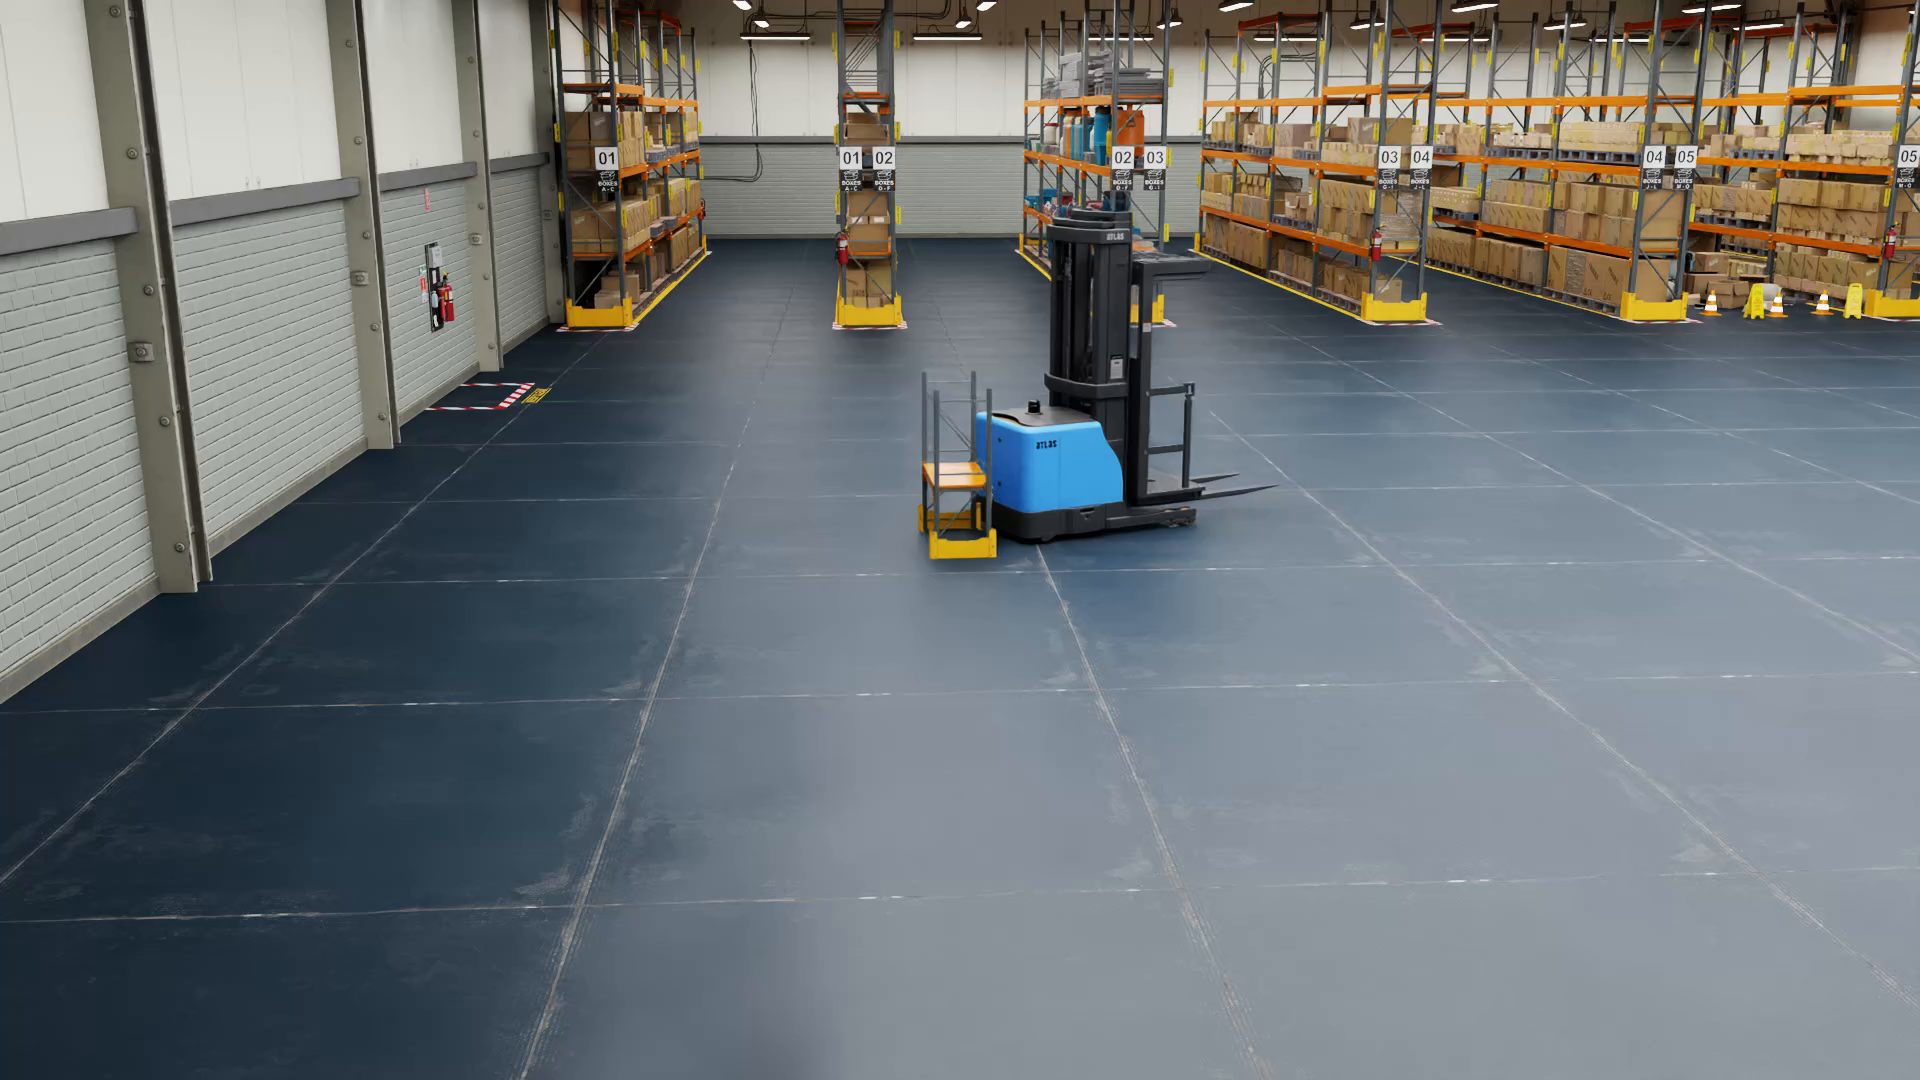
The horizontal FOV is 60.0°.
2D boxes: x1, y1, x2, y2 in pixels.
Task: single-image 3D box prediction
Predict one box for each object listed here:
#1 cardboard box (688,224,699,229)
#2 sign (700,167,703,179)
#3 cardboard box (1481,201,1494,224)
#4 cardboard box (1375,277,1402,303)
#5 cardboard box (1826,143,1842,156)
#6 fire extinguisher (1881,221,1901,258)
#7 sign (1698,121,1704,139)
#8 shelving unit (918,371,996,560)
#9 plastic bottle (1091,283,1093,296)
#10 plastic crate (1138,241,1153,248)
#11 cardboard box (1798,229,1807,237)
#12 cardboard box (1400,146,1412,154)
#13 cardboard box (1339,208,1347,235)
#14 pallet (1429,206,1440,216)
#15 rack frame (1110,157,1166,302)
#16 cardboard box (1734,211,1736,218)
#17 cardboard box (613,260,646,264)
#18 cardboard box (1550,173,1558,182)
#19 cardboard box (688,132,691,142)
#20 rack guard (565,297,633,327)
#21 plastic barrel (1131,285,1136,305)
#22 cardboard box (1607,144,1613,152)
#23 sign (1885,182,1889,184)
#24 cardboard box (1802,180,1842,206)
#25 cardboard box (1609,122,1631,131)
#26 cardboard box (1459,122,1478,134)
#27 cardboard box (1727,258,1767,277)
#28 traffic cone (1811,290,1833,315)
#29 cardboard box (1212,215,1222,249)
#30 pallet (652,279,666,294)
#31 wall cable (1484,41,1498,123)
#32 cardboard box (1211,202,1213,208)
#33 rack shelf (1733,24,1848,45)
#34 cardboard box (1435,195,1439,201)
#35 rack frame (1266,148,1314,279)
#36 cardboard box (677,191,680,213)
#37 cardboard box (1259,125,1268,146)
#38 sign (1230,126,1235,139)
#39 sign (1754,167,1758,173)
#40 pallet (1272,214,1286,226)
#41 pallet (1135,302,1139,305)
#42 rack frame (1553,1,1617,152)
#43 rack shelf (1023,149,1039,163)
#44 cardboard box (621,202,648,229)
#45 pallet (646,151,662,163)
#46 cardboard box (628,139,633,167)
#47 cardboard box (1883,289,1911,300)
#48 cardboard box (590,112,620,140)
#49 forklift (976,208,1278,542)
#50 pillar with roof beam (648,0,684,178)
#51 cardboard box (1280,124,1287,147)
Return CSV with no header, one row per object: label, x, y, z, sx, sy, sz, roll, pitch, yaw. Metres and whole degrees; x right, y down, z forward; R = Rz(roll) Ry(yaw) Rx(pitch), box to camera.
cardboard box,-7.283,-8.472,45.030,0.380,0.149,0.250,-1,14,-4
sign,-7.074,-10.047,45.481,0.100,0.325,0.005,-1,14,-3
cardboard box,12.426,-7.591,38.532,0.500,0.500,0.500,-1,14,-3
cardboard box,8.184,-4.765,31.925,0.500,0.500,0.500,2,15,7
cardboard box,17.696,-7.797,33.218,0.500,0.250,0.500,-1,14,-3
fire extinguisher,17.644,-5.697,31.528,0.296,0.674,0.183,-1,14,-3
sign,13.717,-7.590,30.796,0.100,0.325,0.005,-1,14,-3
shelving unit,-0.039,-0.696,14.943,0.587,1.500,1.083,-2,15,-7
plastic bottle,2.701,-5.060,33.328,0.144,0.351,0.185,0,14,-1
plastic crate,3.529,-5.640,31.682,0.298,0.136,0.250,-1,14,-3
cardboard box,17.644,-6.370,34.493,0.380,0.149,0.250,0,14,-2
cardboard box,8.420,-7.262,30.937,0.380,0.149,0.250,-1,14,-4
cardboard box,8.042,-6.319,32.991,0.875,0.500,0.500,-1,14,-3
pallet,12.322,-8.368,42.137,1.003,0.211,1.213,-1,14,-3
rack frame,3.263,-5.541,30.764,1.000,3.000,0.127,-1,14,-3
cardboard box,17.579,-7.291,37.230,0.380,0.149,0.250,-1,14,-5
cardboard box,-7.017,-5.696,35.500,0.700,0.500,0.500,-1,14,-5
cardboard box,16.851,-10.158,46.504,0.500,0.500,0.500,-1,14,-5
cardboard box,-7.166,-10.307,42.526,0.500,0.250,0.500,-1,14,-5
rack guard,-6.630,-4.196,30.555,1.175,0.500,0.348,-1,14,-3
plastic barrel,3.146,-4.702,31.654,0.421,0.512,0.421,0,14,0
cardboard box,12.741,-7.582,32.139,0.380,0.149,0.250,-1,14,-4
sign,22.015,-8.349,39.514,0.100,0.325,0.005,-1,14,-3
cardboard box,17.674,-7.076,33.928,0.700,0.500,0.500,-1,14,-5
cardboard box,12.742,-7.968,32.041,0.380,0.149,0.250,-1,14,-3
cardboard box,12.283,-9.946,40.130,0.396,0.266,0.258,-1,14,-3
cardboard box,17.722,-6.178,37.671,0.950,0.372,0.625,0,14,-2
traffic cone,16.783,-4.629,32.311,0.336,0.463,0.334,-1,14,-3
cardboard box,7.391,-8.386,45.246,0.875,0.875,0.875,-1,14,-3
pallet,-7.001,-5.530,36.318,1.003,0.211,1.213,-1,14,-3
wall cable,16.472,-14.065,51.856,0.463,3.000,0.029,-1,14,-3
cardboard box,6.990,-9.062,44.953,0.380,0.149,0.250,-1,14,-4
rack shelf,22.184,-13.496,44.418,1.077,0.370,4.000,-1,14,-3
cardboard box,12.055,-8.513,41.383,0.380,0.149,0.250,0,14,-1
rack frame,7.711,-7.607,38.794,1.000,3.000,0.127,-1,14,-3
cardboard box,-6.988,-8.087,39.825,0.500,0.500,0.500,0,14,-2
cardboard box,7.460,-9.675,39.770,0.500,0.500,0.500,0,14,0
sign,6.909,-10.334,42.178,0.100,0.325,0.005,-1,14,-3
sign,22.615,-10.544,47.253,0.100,0.325,0.005,-1,14,-3
pallet,7.861,-7.338,38.136,1.213,0.211,1.003,-1,14,-3
pallet,3.166,-4.410,31.968,1.003,0.211,1.213,-1,14,-3
rack frame,12.915,-9.569,34.380,1.000,3.000,0.127,-1,14,-3
rack shelf,2.396,-10.127,44.013,1.077,0.370,4.000,-1,14,-3
cardboard box,-6.498,-6.446,33.039,0.500,0.500,0.500,-1,14,-4
pallet,-6.805,-7.899,34.289,1.213,0.211,1.003,-1,14,-3
cardboard box,-6.430,-7.249,31.142,0.500,0.500,0.500,0,14,-1
cardboard box,18.323,-4.847,32.743,0.500,0.250,0.500,-1,14,-4
cardboard box,-6.407,-7.482,30.044,0.500,0.500,0.500,-2,15,-7
forklift,1.667,-1.645,15.762,3.031,2.935,1.130,-8,16,-27
pillar with roof beam,-4.350,-12.997,47.704,9.100,9.000,0.548,-1,14,-3
cardboard box,7.511,-9.103,37.386,0.500,0.500,0.500,-1,14,-3
